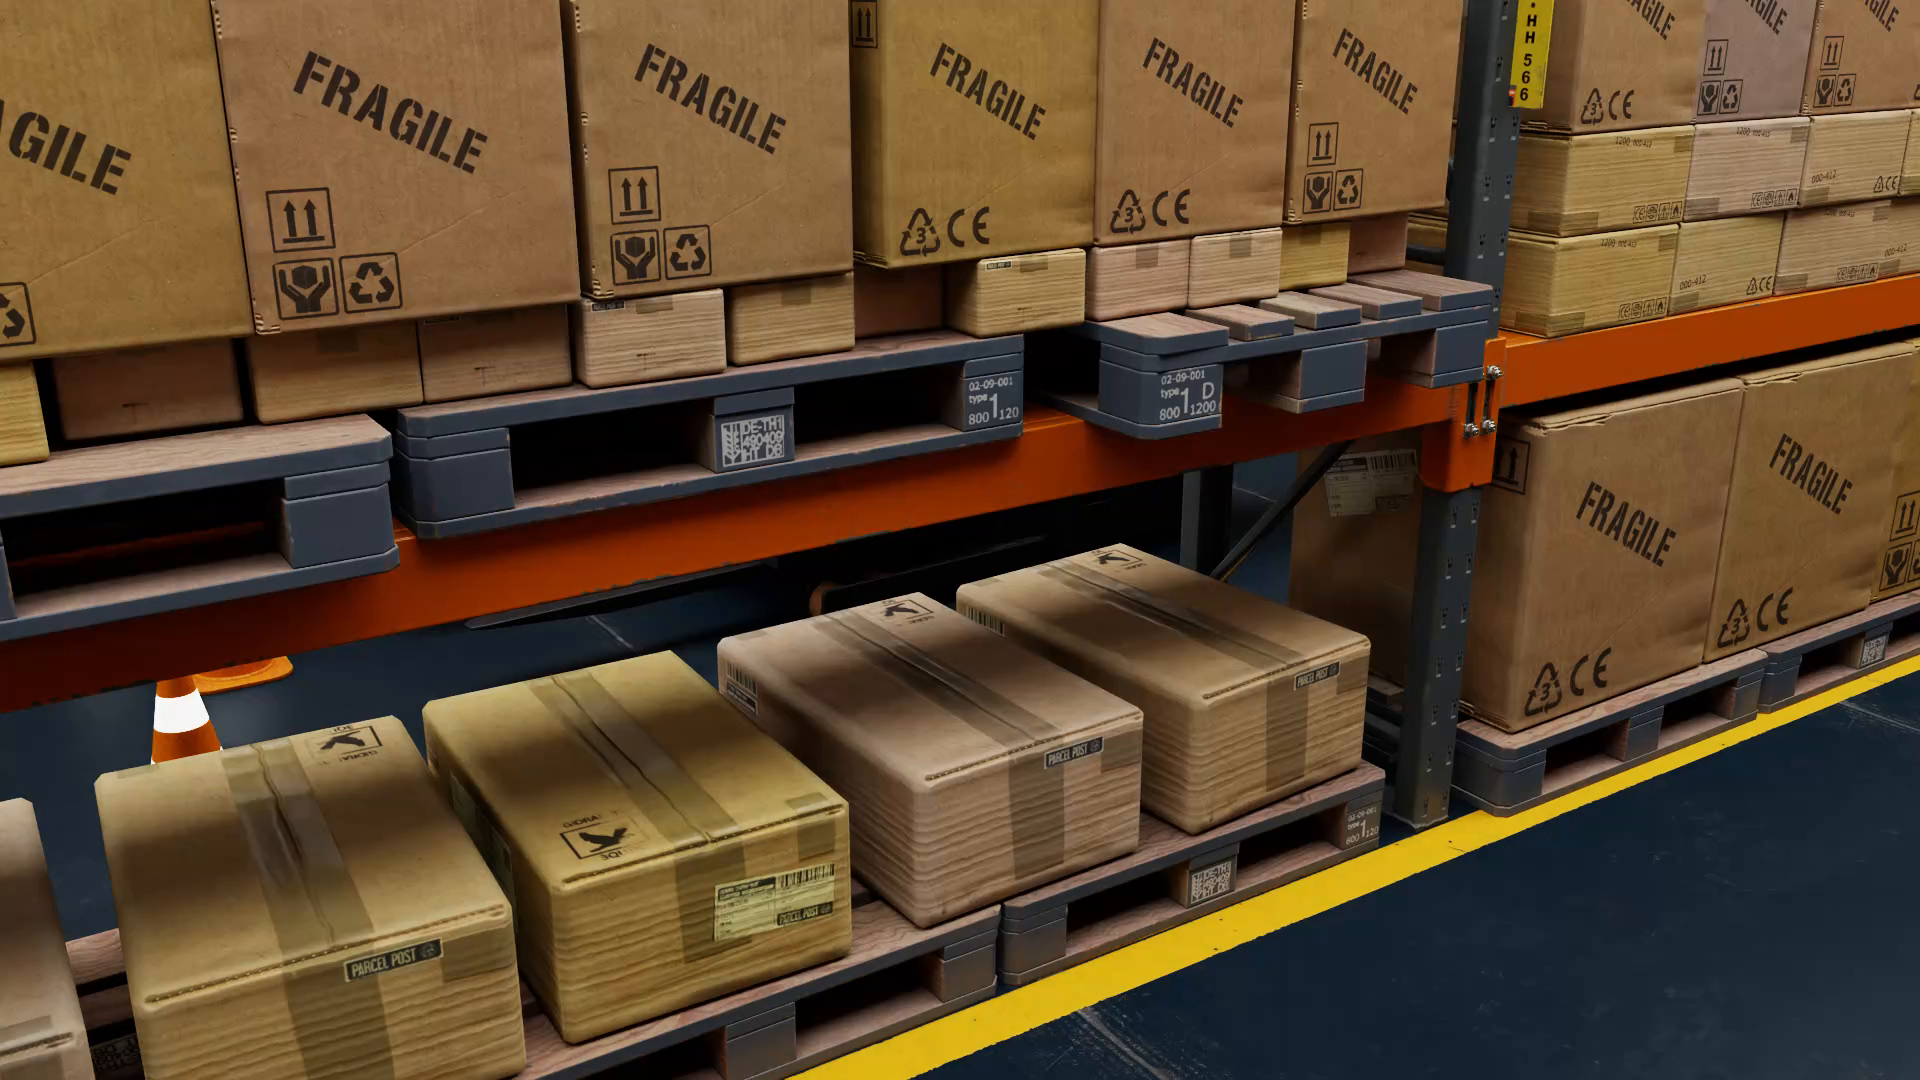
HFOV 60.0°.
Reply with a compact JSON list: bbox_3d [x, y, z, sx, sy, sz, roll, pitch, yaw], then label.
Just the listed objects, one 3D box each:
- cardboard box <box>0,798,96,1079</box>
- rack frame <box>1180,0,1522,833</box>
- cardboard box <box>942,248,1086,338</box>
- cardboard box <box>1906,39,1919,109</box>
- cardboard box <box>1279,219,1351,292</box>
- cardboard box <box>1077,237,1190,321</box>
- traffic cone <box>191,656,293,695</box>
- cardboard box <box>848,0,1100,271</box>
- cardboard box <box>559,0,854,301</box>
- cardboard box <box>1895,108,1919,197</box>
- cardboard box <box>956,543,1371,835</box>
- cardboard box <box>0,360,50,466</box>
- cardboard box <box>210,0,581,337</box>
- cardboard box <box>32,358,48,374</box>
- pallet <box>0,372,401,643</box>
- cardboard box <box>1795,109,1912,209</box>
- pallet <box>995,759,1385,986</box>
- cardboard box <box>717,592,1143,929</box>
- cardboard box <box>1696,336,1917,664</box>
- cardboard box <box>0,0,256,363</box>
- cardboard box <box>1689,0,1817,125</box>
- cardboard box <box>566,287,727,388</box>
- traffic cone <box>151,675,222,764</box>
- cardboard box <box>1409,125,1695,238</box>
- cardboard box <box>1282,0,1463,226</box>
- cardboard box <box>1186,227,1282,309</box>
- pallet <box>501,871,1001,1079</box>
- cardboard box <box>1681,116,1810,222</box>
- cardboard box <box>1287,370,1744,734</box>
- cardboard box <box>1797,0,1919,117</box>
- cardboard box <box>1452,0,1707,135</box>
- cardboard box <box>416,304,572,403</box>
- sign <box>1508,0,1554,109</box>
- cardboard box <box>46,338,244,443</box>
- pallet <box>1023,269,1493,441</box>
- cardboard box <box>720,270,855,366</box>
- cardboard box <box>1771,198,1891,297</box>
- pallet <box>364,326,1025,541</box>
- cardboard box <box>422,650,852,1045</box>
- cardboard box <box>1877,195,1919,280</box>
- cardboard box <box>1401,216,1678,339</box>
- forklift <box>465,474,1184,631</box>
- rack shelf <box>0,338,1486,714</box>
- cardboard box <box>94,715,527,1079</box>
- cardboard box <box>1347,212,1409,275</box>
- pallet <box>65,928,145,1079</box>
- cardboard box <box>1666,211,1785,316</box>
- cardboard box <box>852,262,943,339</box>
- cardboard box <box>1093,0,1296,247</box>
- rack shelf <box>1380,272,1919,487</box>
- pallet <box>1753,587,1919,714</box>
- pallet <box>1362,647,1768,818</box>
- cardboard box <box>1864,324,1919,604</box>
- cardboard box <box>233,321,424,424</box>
[{"bbox_3d":[-1.911,0.874,2.924,0.625,0.372,0.950,-12,22,-31],"label":"cardboard box"},{"bbox_3d":[0.993,-0.784,4.379,0.127,3.000,1.000,-12,22,-31],"label":"rack frame"},{"bbox_3d":[0.042,-0.525,3.352,0.250,0.149,0.380,-11,22,-30],"label":"cardboard box"},{"bbox_3d":[2.812,-1.591,5.050,0.500,0.500,0.500,-12,22,-31],"label":"cardboard box"},{"bbox_3d":[0.665,-0.676,3.798,0.250,0.149,0.380,-12,22,-31],"label":"cardboard box"},{"bbox_3d":[0.264,-0.578,3.506,0.250,0.149,0.380,-13,23,-34],"label":"cardboard box"},{"bbox_3d":[-2.390,0.211,5.397,0.334,0.463,0.336,-12,22,-31],"label":"traffic cone"},{"bbox_3d":[-0.080,-0.833,3.249,0.500,0.500,0.500,-14,23,-35],"label":"cardboard box"},{"bbox_3d":[-0.537,-0.737,2.966,0.500,0.500,0.500,-13,23,-34],"label":"cardboard box"},{"bbox_3d":[2.838,-1.234,5.164,0.500,0.250,0.500,-11,22,-30],"label":"cardboard box"},{"bbox_3d":[0.516,0.359,4.446,0.625,0.372,0.950,-14,23,-35],"label":"cardboard box"},{"bbox_3d":[-1.499,-0.213,2.429,0.250,0.149,0.380,-11,22,-30],"label":"cardboard box"},{"bbox_3d":[-0.960,-0.644,2.689,0.500,0.500,0.500,-12,22,-32],"label":"cardboard box"},{"bbox_3d":[-1.644,-0.420,3.040,0.250,0.149,0.380,-12,22,-32],"label":"cardboard box"},{"bbox_3d":[-1.629,-0.084,2.609,1.213,0.211,1.003,-12,22,-31],"label":"pallet"},{"bbox_3d":[2.408,-1.148,4.910,0.500,0.250,0.500,-12,22,-32],"label":"cardboard box"},{"bbox_3d":[0.340,0.675,4.419,1.213,0.211,1.003,-12,22,-31],"label":"pallet"},{"bbox_3d":[-0.096,0.491,4.055,0.625,0.372,0.950,-12,22,-32],"label":"cardboard box"},{"bbox_3d":[2.363,-0.231,5.407,0.875,0.875,0.875,-12,22,-31],"label":"cardboard box"},{"bbox_3d":[-1.380,-0.560,2.443,0.500,0.500,0.500,-12,22,-31],"label":"cardboard box"},{"bbox_3d":[1.949,-1.416,4.532,0.500,0.500,0.500,-12,22,-31],"label":"cardboard box"},{"bbox_3d":[-0.608,-0.394,2.963,0.250,0.149,0.380,-11,22,-29],"label":"cardboard box"},{"bbox_3d":[-2.082,0.530,4.455,0.334,0.463,0.336,-12,22,-31],"label":"traffic cone"},{"bbox_3d":[1.552,-0.973,4.391,0.500,0.250,0.500,-12,22,-32],"label":"cardboard box"},{"bbox_3d":[0.766,-1.016,3.791,0.500,0.500,0.500,-13,22,-33],"label":"cardboard box"},{"bbox_3d":[0.479,-0.620,3.631,0.250,0.149,0.380,-12,22,-32],"label":"cardboard box"},{"bbox_3d":[-0.678,0.888,3.788,1.213,0.211,1.003,-12,22,-31],"label":"pallet"},{"bbox_3d":[1.984,-1.063,4.660,0.500,0.250,0.500,-11,22,-30],"label":"cardboard box"},{"bbox_3d":[1.616,-0.075,4.946,0.875,0.875,0.875,-12,22,-32],"label":"cardboard box"},{"bbox_3d":[2.389,-1.503,4.790,0.500,0.500,0.500,-11,22,-30],"label":"cardboard box"},{"bbox_3d":[1.540,-1.326,4.266,0.500,0.500,0.500,-13,22,-33],"label":"cardboard box"},{"bbox_3d":[-0.859,-0.361,2.865,0.250,0.149,0.380,-12,22,-31],"label":"cardboard box"},{"bbox_3d":[1.300,-1.151,3.782,0.005,0.325,0.100,-12,22,-31],"label":"sign"},{"bbox_3d":[-1.304,-0.284,2.637,0.250,0.149,0.380,-10,21,-28],"label":"cardboard box"},{"bbox_3d":[0.457,-0.539,3.954,1.003,0.211,1.213,-12,22,-31],"label":"pallet"},{"bbox_3d":[-0.402,-0.449,3.125,0.250,0.149,0.380,-13,22,-33],"label":"cardboard box"},{"bbox_3d":[2.401,-0.917,5.009,0.500,0.250,0.500,-11,22,-30],"label":"cardboard box"},{"bbox_3d":[-0.638,-0.333,3.346,1.213,0.211,1.003,-12,22,-31],"label":"pallet"},{"bbox_3d":[-0.733,0.623,3.665,0.625,0.372,0.950,-11,22,-30],"label":"cardboard box"},{"bbox_3d":[2.811,-1.005,5.269,0.500,0.250,0.500,-12,22,-31],"label":"cardboard box"},{"bbox_3d":[1.540,-0.731,4.459,0.500,0.250,0.500,-12,22,-32],"label":"cardboard box"},{"bbox_3d":[-0.509,-1.270,5.924,3.031,2.935,1.130,-13,23,-34],"label":"forklift"},{"bbox_3d":[-0.677,-0.090,3.452,4.000,0.370,1.077,-12,22,-31],"label":"rack shelf"},{"bbox_3d":[-1.312,0.746,3.301,0.625,0.372,0.950,-10,21,-28],"label":"cardboard box"},{"bbox_3d":[0.849,-0.743,3.995,0.250,0.149,0.380,-11,22,-29],"label":"cardboard box"},{"bbox_3d":[-1.698,1.104,3.148,1.213,0.211,1.003,-12,22,-31],"label":"pallet"},{"bbox_3d":[1.959,-0.827,4.740,0.500,0.250,0.500,-13,22,-33],"label":"cardboard box"},{"bbox_3d":[-0.237,-0.515,3.321,0.250,0.149,0.380,-12,22,-31],"label":"cardboard box"},{"bbox_3d":[0.341,-0.922,3.513,0.500,0.500,0.500,-12,22,-32],"label":"cardboard box"},{"bbox_3d":[2.664,-0.795,5.536,4.000,0.370,1.077,-12,22,-31],"label":"rack shelf"},{"bbox_3d":[2.711,0.205,5.808,1.213,0.211,1.003,-12,22,-31],"label":"pallet"},{"bbox_3d":[1.693,0.419,5.177,1.213,0.211,1.003,-12,22,-31],"label":"pallet"},{"bbox_3d":[3.110,-0.389,5.873,0.875,0.875,0.875,-11,22,-30],"label":"cardboard box"},{"bbox_3d":[-1.066,-0.318,2.738,0.250,0.149,0.380,-12,22,-31],"label":"cardboard box"}]
